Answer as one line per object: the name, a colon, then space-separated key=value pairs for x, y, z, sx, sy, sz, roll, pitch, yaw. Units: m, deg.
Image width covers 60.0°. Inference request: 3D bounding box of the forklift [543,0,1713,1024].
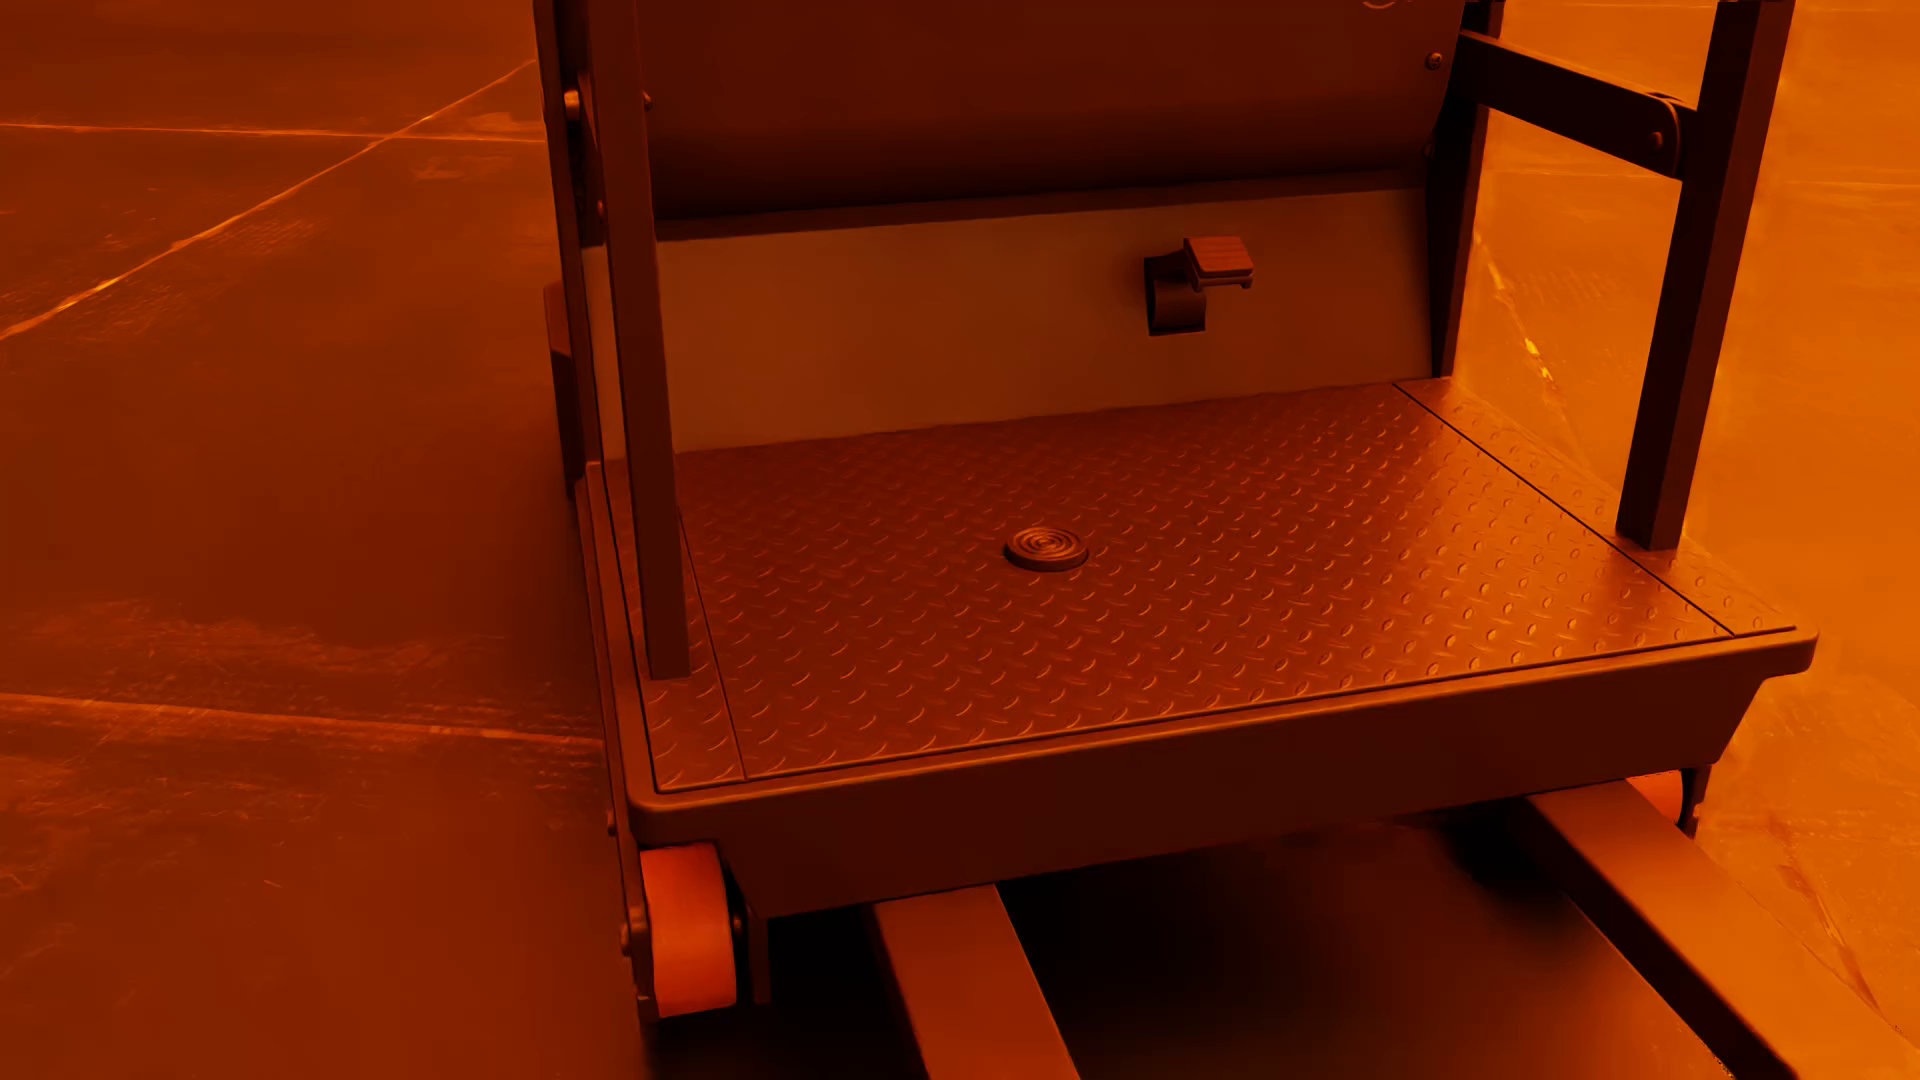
forklift: x=0.153 y=-1.049 z=1.319 sx=1.130 sy=2.935 sz=3.031 roll=-7 pitch=27 yaw=-13
